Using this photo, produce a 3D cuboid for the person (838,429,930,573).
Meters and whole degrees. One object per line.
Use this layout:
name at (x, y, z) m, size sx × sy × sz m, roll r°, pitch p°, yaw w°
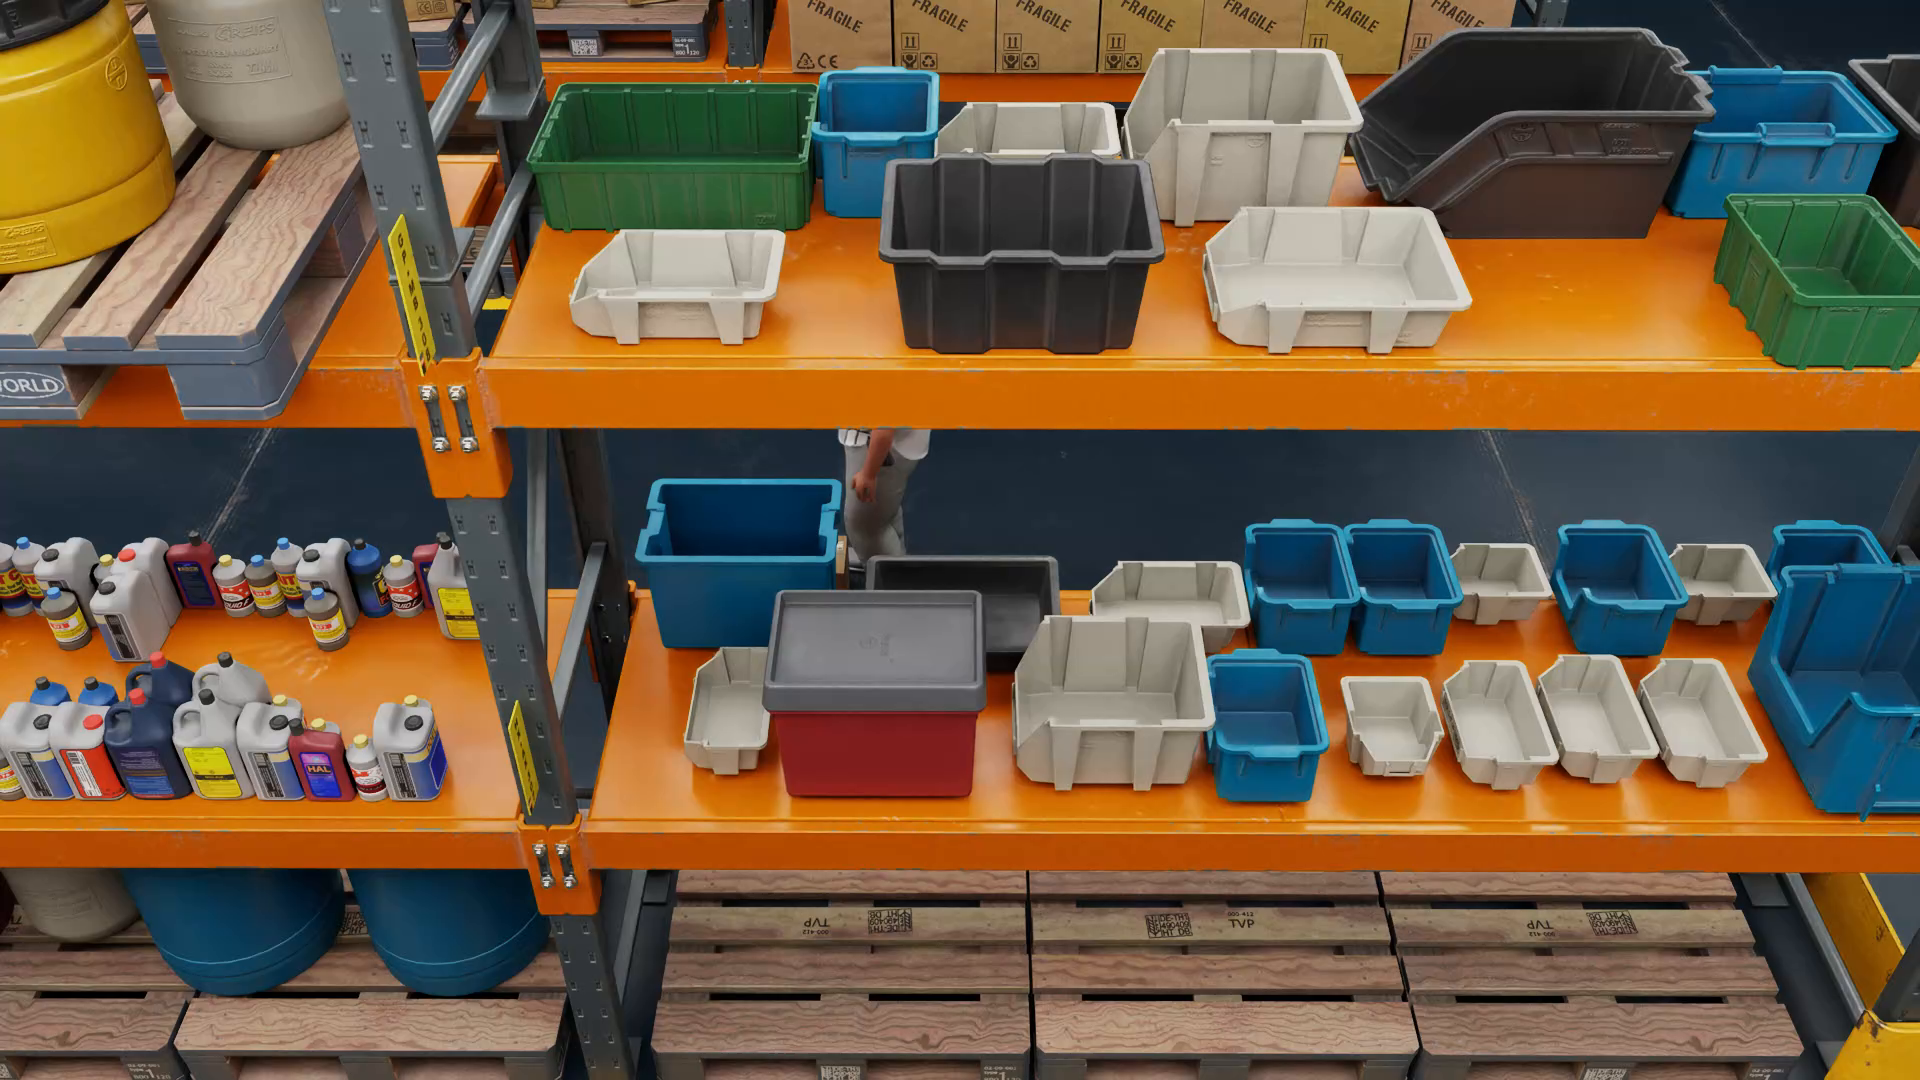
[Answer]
person at (-0.333, -0.426, 6.667) m, size 0.431 × 1.750 × 0.606 m, roll -2°, pitch 39°, yaw -2°
